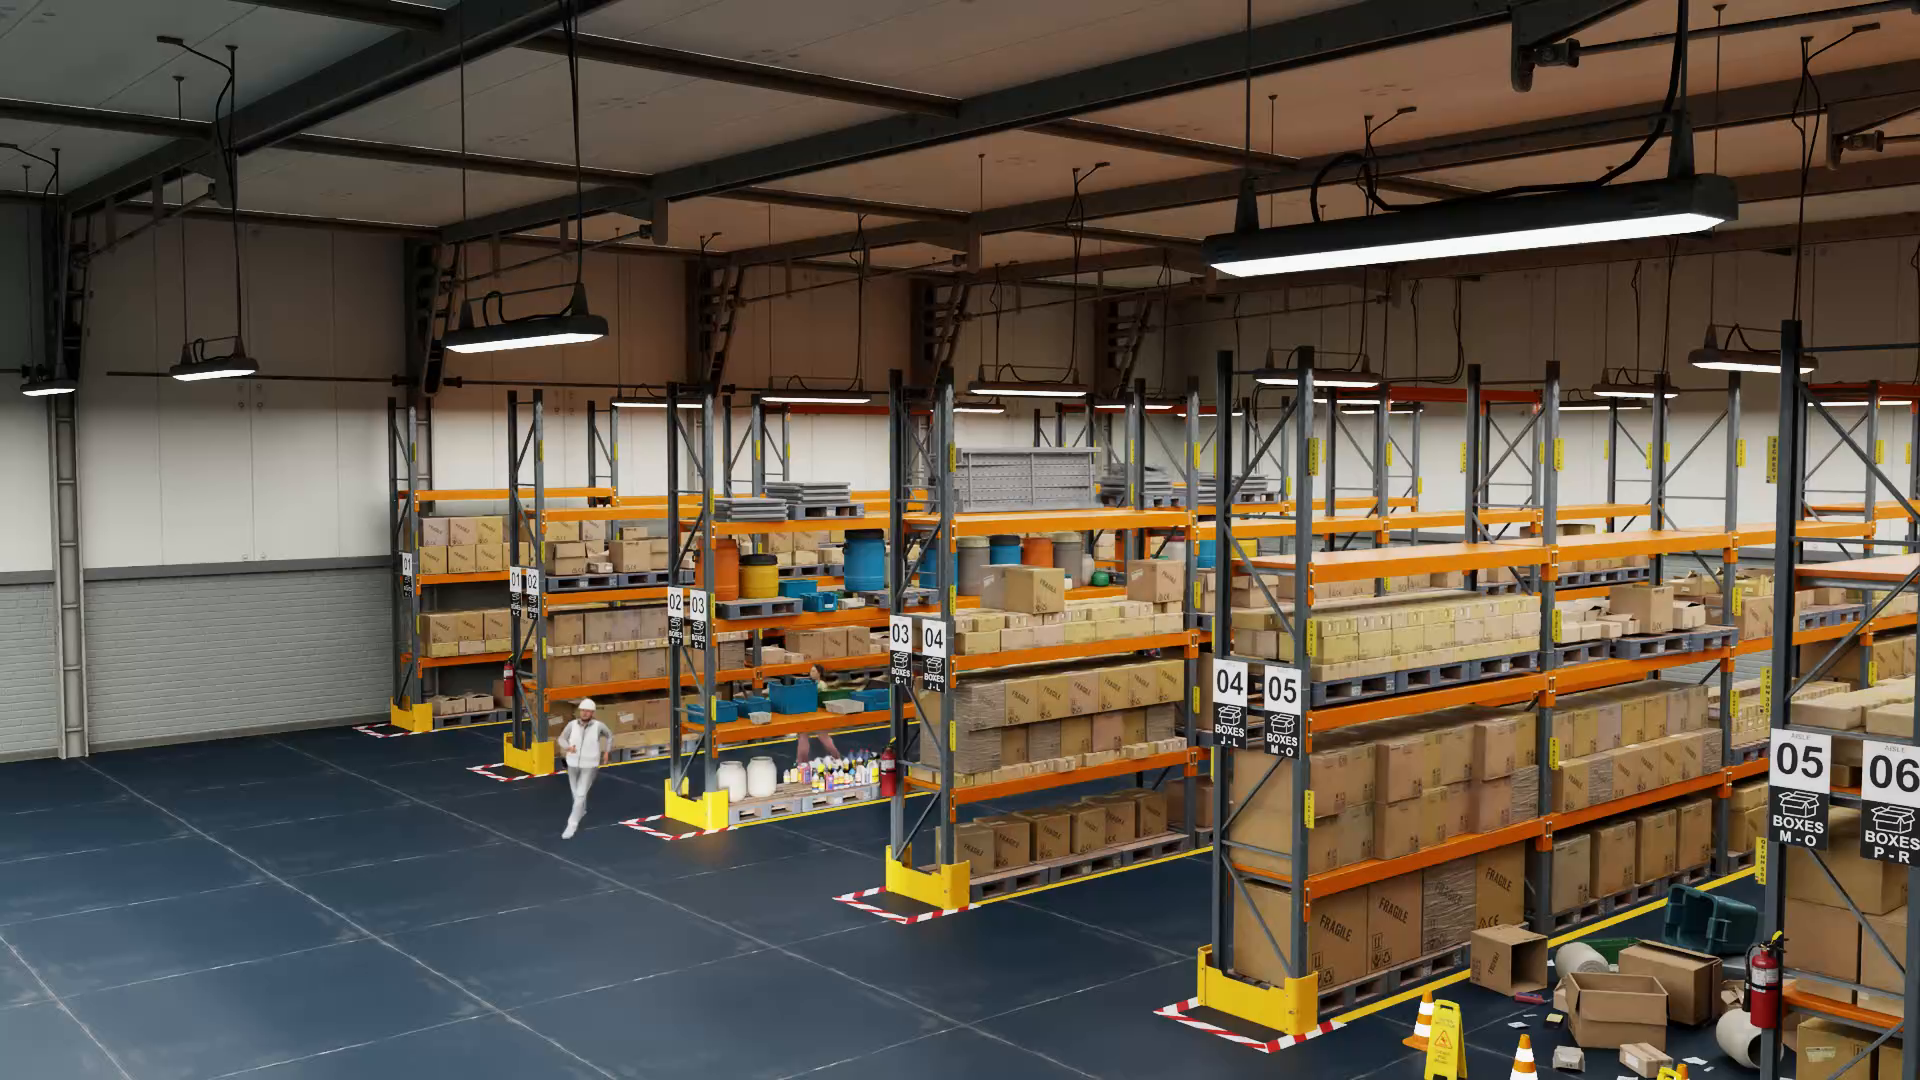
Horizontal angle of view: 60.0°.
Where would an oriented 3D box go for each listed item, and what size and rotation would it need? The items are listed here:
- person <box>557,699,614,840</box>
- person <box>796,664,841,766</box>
[{"bbox_3d":[-4.984,2.991,22.067,0.685,1.791,0.906,0,3,5],"label":"person"},{"bbox_3d":[-2.242,2.793,26.108,0.840,1.705,0.554,-3,5,-44],"label":"person"}]
